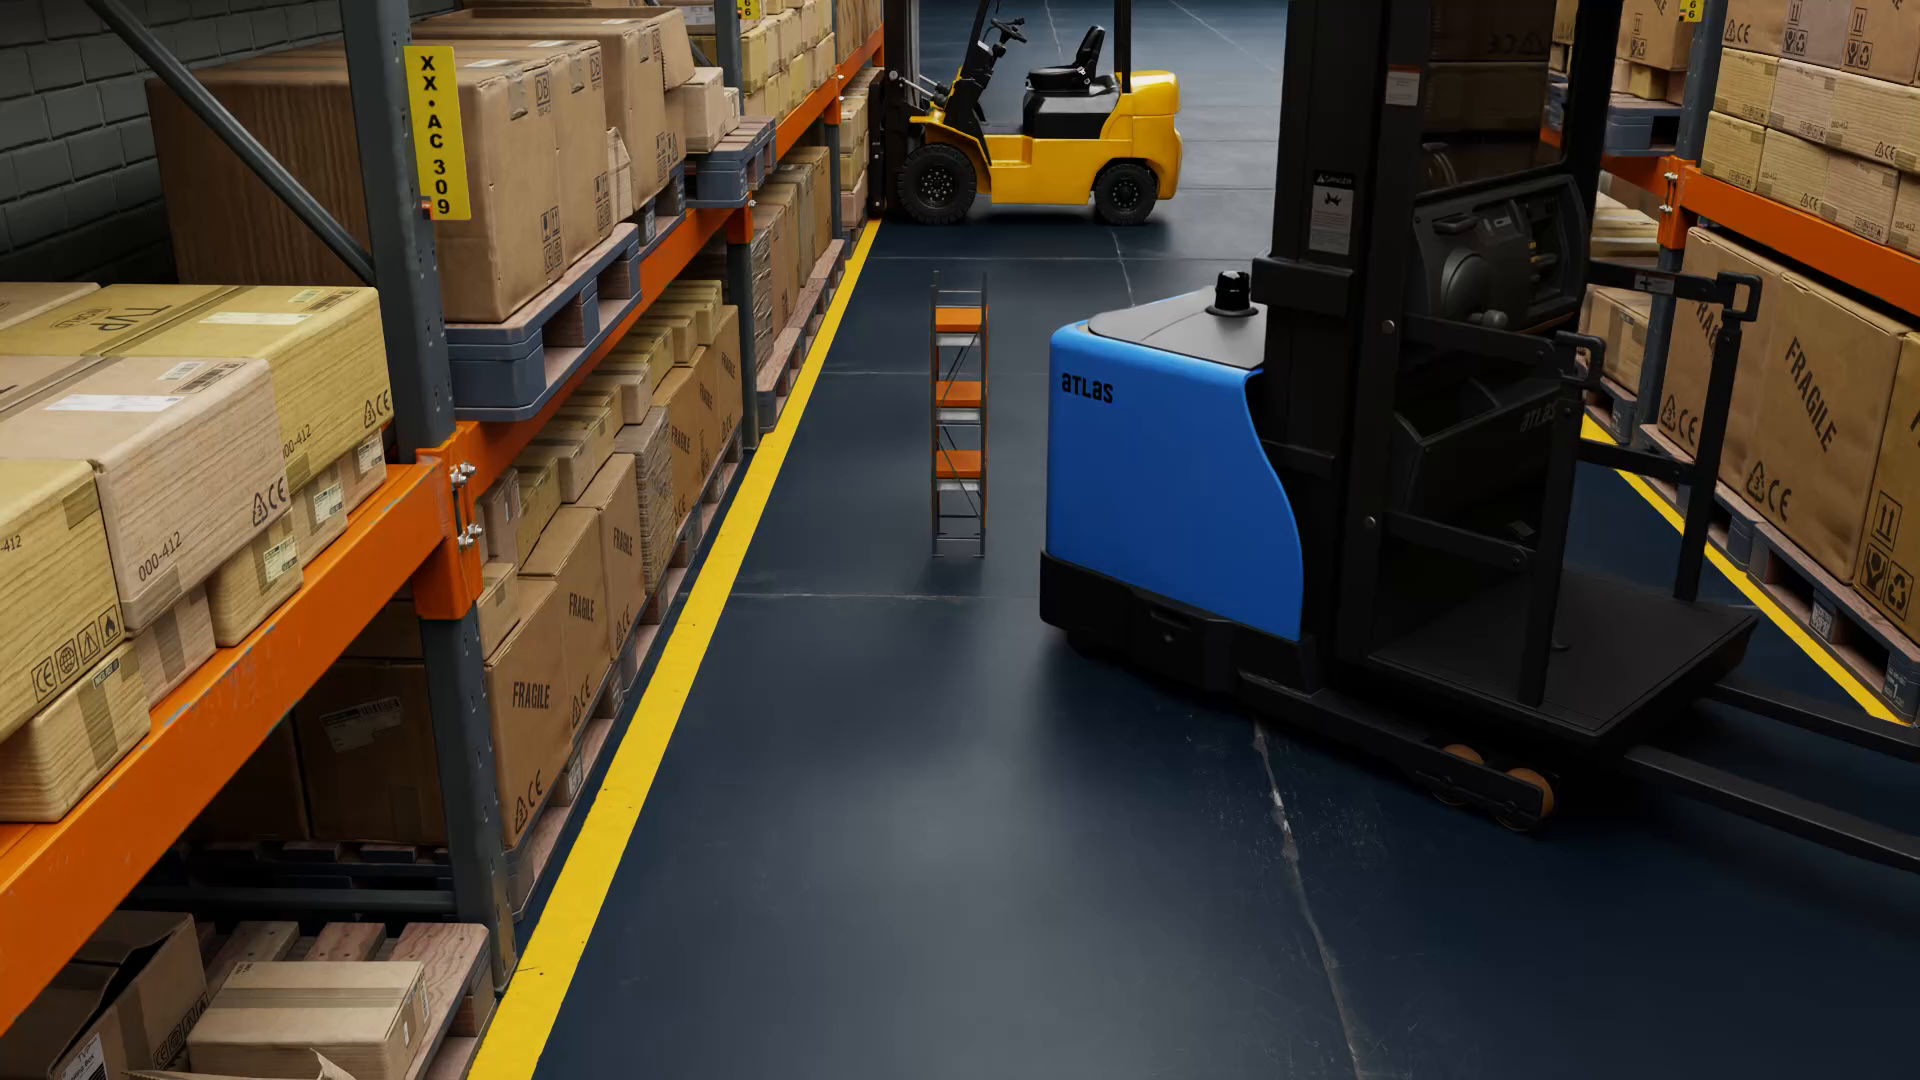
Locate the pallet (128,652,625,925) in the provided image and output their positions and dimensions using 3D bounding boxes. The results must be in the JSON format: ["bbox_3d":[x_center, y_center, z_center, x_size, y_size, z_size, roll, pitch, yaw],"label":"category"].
[{"bbox_3d":[-1.560,0.629,4.617,1.003,0.211,1.213,1,21,2],"label":"pallet"}]

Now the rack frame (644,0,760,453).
[{"bbox_3d":[-1.426,-1.823,7.081,1.000,3.000,0.127,1,21,2],"label":"rack frame"}]

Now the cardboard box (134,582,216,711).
[{"bbox_3d":[-1.310,0.141,2.365,0.380,0.149,0.250,1,21,3],"label":"cardboard box"}]

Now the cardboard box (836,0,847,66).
[{"bbox_3d":[-1.030,-3.474,11.197,0.500,0.500,0.500,0,21,0],"label":"cardboard box"}]

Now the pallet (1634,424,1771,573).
[{"bbox_3d":[3.437,-0.186,6.716,1.003,0.211,1.213,1,21,2],"label":"pallet"}]

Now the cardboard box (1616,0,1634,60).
[{"bbox_3d":[3.277,-2.506,7.710,0.500,0.500,0.500,0,21,1],"label":"cardboard box"}]

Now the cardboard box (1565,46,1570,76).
[{"bbox_3d":[3.219,-2.350,8.205,0.380,0.149,0.250,1,21,3],"label":"cardboard box"}]

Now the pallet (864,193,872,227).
[{"bbox_3d":[-1.204,-2.699,13.193,1.003,0.211,1.213,1,21,2],"label":"pallet"}]

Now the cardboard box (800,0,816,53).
[{"bbox_3d":[-1.093,-2.881,9.325,0.500,0.250,0.500,1,21,3],"label":"cardboard box"}]

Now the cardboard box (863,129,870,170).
[{"bbox_3d":[-0.941,-2.952,12.519,0.500,0.250,0.500,0,21,1],"label":"cardboard box"}]

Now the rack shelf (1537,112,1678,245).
[{"bbox_3d":[3.597,-2.158,8.938,1.077,0.370,4.000,1,21,2],"label":"rack shelf"}]

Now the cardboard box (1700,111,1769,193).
[{"bbox_3d":[3.269,-1.526,6.522,0.500,0.250,0.500,0,21,1],"label":"cardboard box"}]

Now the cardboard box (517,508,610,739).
[{"bbox_3d":[-1.301,0.228,4.671,0.500,0.500,0.500,0,21,1],"label":"cardboard box"}]

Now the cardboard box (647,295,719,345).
[{"bbox_3d":[-1.165,-0.876,6.617,0.380,0.149,0.250,0,21,-1],"label":"cardboard box"}]

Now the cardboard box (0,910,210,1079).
[{"bbox_3d":[-1.804,0.917,3.155,0.500,0.311,0.500,1,21,4],"label":"cardboard box"}]

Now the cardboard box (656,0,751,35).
[{"bbox_3d":[-1.122,-2.284,7.234,0.380,0.149,0.250,1,21,3],"label":"cardboard box"}]

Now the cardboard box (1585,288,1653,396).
[{"bbox_3d":[3.563,-0.945,7.869,0.950,0.372,0.625,-1,21,-2],"label":"cardboard box"}]

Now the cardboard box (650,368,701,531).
[{"bbox_3d":[-1.263,-0.328,6.103,0.500,0.500,0.500,2,21,4],"label":"cardboard box"}]

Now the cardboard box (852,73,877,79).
[{"bbox_3d":[-0.894,-3.741,13.863,0.500,0.250,0.500,1,21,3],"label":"cardboard box"}]

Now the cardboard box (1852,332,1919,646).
[{"bbox_3d":[3.373,-0.081,4.947,0.875,0.875,0.875,1,21,3],"label":"cardboard box"}]

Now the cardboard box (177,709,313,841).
[{"bbox_3d":[-1.828,0.412,4.196,0.500,0.500,0.500,1,21,1],"label":"cardboard box"}]

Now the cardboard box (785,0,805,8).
[{"bbox_3d":[-1.032,-2.934,8.908,0.380,0.149,0.250,0,21,0],"label":"cardboard box"}]

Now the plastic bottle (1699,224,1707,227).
[{"bbox_3d":[5.571,-2.292,12.352,0.133,0.061,0.283,4,22,11],"label":"plastic bottle"}]

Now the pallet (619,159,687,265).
[{"bbox_3d":[-1.480,-1.031,5.304,1.003,0.211,1.213,1,21,2],"label":"pallet"}]

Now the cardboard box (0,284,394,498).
[{"bbox_3d":[-1.319,-0.259,2.846,0.500,0.250,0.500,1,21,3],"label":"cardboard box"}]

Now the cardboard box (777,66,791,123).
[{"bbox_3d":[-1.139,-2.279,8.464,0.500,0.250,0.500,0,21,0],"label":"cardboard box"}]

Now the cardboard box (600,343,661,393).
[{"bbox_3d":[-1.277,-0.596,5.896,0.380,0.149,0.250,0,21,1],"label":"cardboard box"}]

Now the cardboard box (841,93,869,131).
[{"bbox_3d":[-0.946,-3.186,12.431,0.500,0.250,0.500,1,21,3],"label":"cardboard box"}]

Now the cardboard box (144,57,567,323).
[{"bbox_3d":[-1.309,-0.792,3.704,0.700,0.500,0.500,1,21,3],"label":"cardboard box"}]

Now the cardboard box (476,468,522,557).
[{"bbox_3d":[-1.311,-0.070,4.129,0.380,0.149,0.250,0,21,-1],"label":"cardboard box"}]

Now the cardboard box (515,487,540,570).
[{"bbox_3d":[-1.343,-0.030,4.439,0.380,0.149,0.250,0,21,-1],"label":"cardboard box"}]

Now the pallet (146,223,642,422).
[{"bbox_3d":[-1.414,-0.575,4.130,1.003,0.211,1.213,1,21,2],"label":"pallet"}]

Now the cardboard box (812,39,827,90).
[{"bbox_3d":[-1.068,-2.833,9.890,0.500,0.250,0.500,1,21,1],"label":"cardboard box"}]

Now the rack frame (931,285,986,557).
[{"bbox_3d":[-0.005,-0.426,6.175,0.200,1.050,0.008,1,21,2],"label":"rack frame"}]

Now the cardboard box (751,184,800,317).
[{"bbox_3d":[-1.361,-1.617,9.252,0.875,0.625,0.625,0,21,-1],"label":"cardboard box"}]

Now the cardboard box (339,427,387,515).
[{"bbox_3d":[-1.305,-0.142,3.095,0.380,0.149,0.250,1,21,2],"label":"cardboard box"}]

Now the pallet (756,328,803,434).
[{"bbox_3d":[-1.362,-0.820,8.352,1.003,0.211,1.213,1,21,2],"label":"pallet"}]

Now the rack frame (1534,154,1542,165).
[{"bbox_3d":[3.657,-3.216,10.671,1.000,3.000,0.127,1,21,2],"label":"rack frame"}]

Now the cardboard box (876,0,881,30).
[{"bbox_3d":[-0.935,-4.582,14.052,0.500,0.500,0.500,0,21,0],"label":"cardboard box"}]

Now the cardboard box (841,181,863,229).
[{"bbox_3d":[-0.958,-2.355,11.671,0.500,0.250,0.500,1,21,2],"label":"cardboard box"}]

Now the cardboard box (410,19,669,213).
[{"bbox_3d":[-1.269,-1.263,4.918,0.700,0.500,0.500,1,21,1],"label":"cardboard box"}]

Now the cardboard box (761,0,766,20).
[{"bbox_3d":[-1.137,-2.569,7.967,0.380,0.149,0.250,1,21,2],"label":"cardboard box"}]

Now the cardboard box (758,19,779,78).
[{"bbox_3d":[-1.152,-2.325,7.891,0.500,0.250,0.500,1,21,3],"label":"cardboard box"}]

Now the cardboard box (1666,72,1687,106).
[{"bbox_3d":[3.311,-1.970,7.226,0.380,0.149,0.250,1,21,4],"label":"cardboard box"}]

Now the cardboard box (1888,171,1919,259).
[{"bbox_3d":[3.238,-0.972,5.094,0.500,0.250,0.500,1,21,2],"label":"cardboard box"}]

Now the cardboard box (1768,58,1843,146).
[{"bbox_3d":[3.257,-1.566,5.934,0.500,0.250,0.500,1,21,3],"label":"cardboard box"}]

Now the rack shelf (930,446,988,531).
[{"bbox_3d":[-0.002,-0.201,6.394,0.215,0.259,0.240,1,21,2],"label":"rack shelf"}]

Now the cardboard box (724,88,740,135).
[{"bbox_3d":[-1.062,-1.660,6.428,0.380,0.149,0.250,1,21,3],"label":"cardboard box"}]

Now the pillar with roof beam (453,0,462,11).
[{"bbox_3d":[2.016,-5.054,7.114,9.100,9.000,0.400,1,21,2],"label":"pillar with roof beam"}]

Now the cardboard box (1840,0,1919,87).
[{"bbox_3d":[3.240,-1.741,5.348,0.500,0.500,0.500,1,21,3],"label":"cardboard box"}]

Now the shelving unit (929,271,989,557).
[{"bbox_3d":[-0.002,-0.470,6.289,0.215,1.050,0.252,1,21,2],"label":"shelving unit"}]

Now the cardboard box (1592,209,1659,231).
[{"bbox_3d":[3.626,-1.737,9.912,0.950,0.372,0.625,2,21,5],"label":"cardboard box"}]

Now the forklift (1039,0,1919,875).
[{"bbox_3d":[1.671,-0.791,4.515,3.031,2.935,1.130,20,29,41],"label":"forklift"}]

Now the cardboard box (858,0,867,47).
[{"bbox_3d":[-0.979,-4.027,12.622,0.500,0.500,0.500,1,21,2],"label":"cardboard box"}]

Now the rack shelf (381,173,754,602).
[{"bbox_3d":[-1.487,-0.765,5.348,1.077,0.370,4.000,1,21,2],"label":"rack shelf"}]

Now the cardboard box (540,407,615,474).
[{"bbox_3d":[-1.293,-0.309,5.158,0.380,0.149,0.250,1,21,4],"label":"cardboard box"}]

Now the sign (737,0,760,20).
[{"bbox_3d":[-0.883,-2.324,6.879,0.100,0.325,0.005,1,21,2],"label":"sign"}]
